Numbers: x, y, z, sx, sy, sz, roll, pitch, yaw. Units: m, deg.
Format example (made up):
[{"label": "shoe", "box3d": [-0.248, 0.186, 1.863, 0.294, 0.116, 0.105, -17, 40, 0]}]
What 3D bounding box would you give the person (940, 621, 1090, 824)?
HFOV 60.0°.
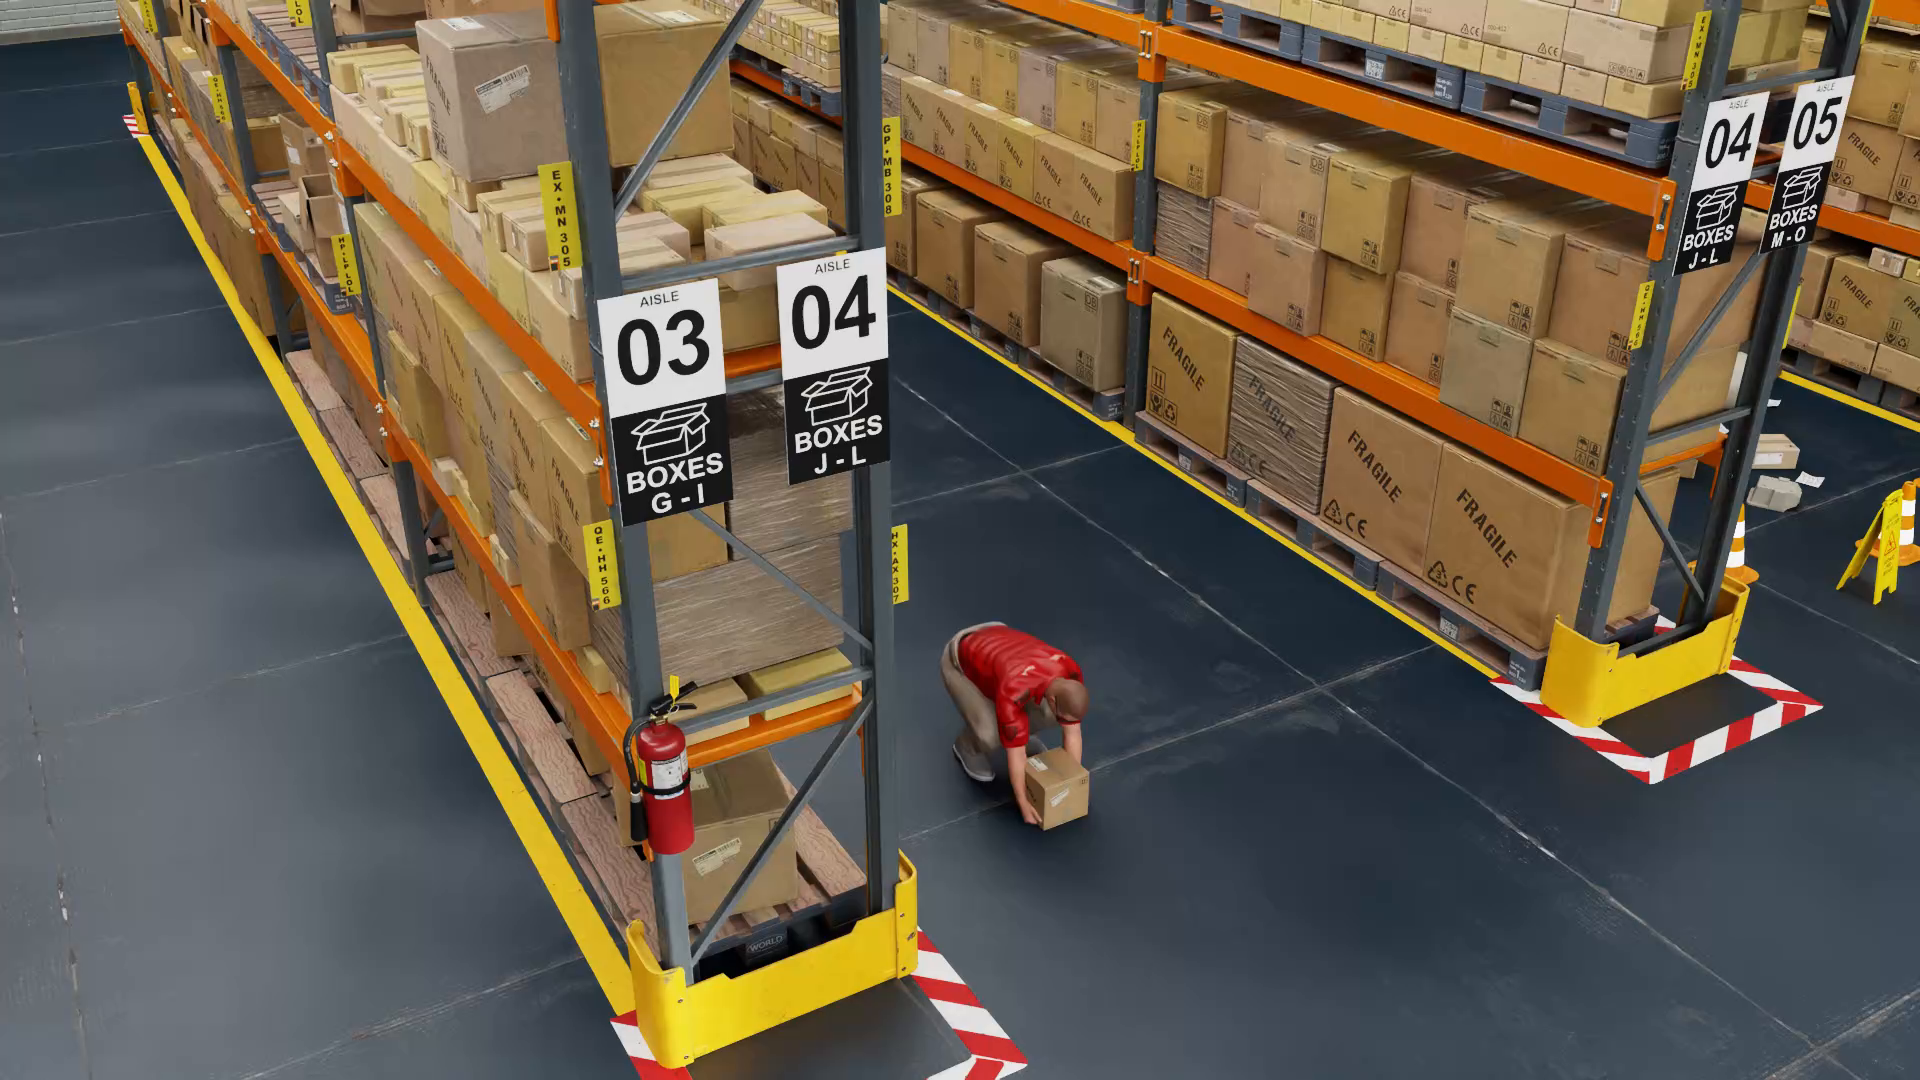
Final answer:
[{"label": "person", "box3d": [0.287, 0.836, 8.081, 0.528, 0.788, 0.940, -17, 33, -28]}]
